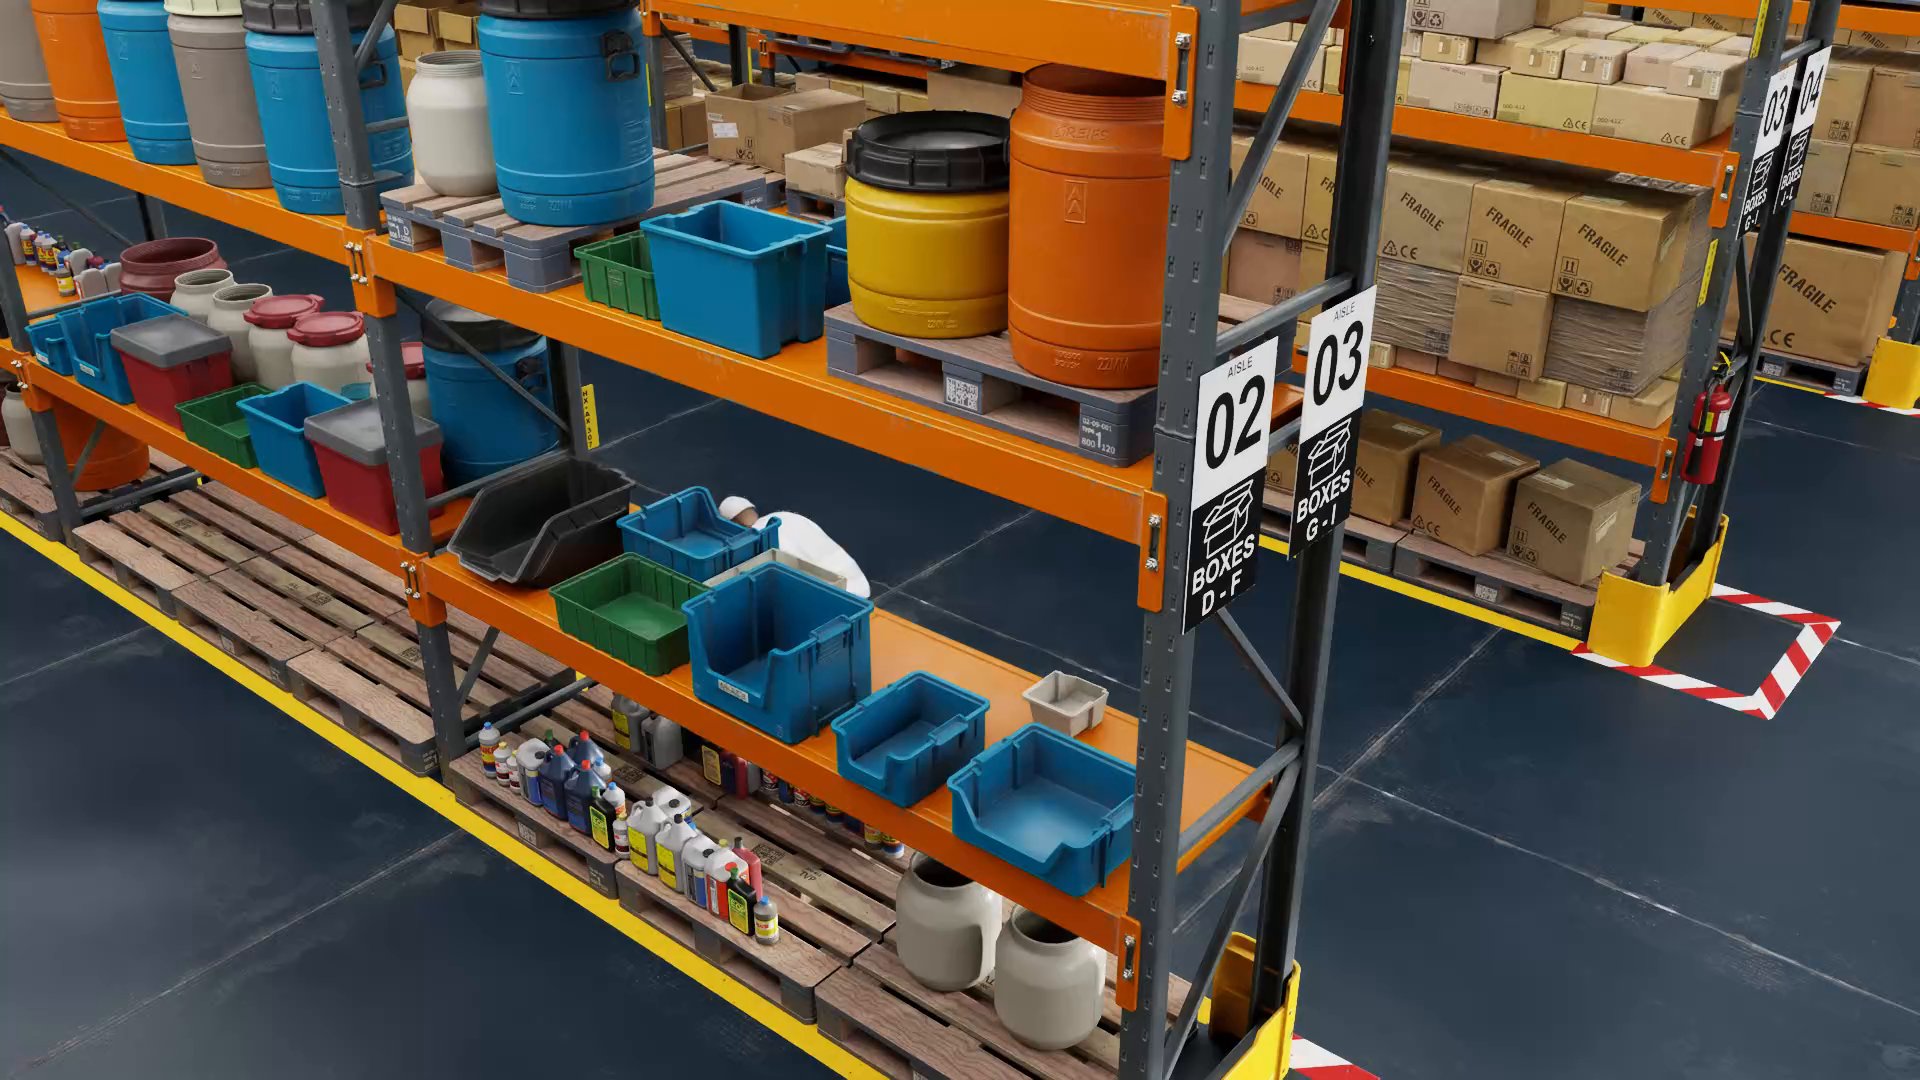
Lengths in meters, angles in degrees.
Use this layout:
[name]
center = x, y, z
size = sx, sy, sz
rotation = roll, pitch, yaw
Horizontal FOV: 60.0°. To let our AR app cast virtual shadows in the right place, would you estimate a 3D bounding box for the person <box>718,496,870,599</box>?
[person]
center = -0.948, 0.248, 9.213
size = 0.919, 0.884, 0.571
rotation = 21, 34, 34
